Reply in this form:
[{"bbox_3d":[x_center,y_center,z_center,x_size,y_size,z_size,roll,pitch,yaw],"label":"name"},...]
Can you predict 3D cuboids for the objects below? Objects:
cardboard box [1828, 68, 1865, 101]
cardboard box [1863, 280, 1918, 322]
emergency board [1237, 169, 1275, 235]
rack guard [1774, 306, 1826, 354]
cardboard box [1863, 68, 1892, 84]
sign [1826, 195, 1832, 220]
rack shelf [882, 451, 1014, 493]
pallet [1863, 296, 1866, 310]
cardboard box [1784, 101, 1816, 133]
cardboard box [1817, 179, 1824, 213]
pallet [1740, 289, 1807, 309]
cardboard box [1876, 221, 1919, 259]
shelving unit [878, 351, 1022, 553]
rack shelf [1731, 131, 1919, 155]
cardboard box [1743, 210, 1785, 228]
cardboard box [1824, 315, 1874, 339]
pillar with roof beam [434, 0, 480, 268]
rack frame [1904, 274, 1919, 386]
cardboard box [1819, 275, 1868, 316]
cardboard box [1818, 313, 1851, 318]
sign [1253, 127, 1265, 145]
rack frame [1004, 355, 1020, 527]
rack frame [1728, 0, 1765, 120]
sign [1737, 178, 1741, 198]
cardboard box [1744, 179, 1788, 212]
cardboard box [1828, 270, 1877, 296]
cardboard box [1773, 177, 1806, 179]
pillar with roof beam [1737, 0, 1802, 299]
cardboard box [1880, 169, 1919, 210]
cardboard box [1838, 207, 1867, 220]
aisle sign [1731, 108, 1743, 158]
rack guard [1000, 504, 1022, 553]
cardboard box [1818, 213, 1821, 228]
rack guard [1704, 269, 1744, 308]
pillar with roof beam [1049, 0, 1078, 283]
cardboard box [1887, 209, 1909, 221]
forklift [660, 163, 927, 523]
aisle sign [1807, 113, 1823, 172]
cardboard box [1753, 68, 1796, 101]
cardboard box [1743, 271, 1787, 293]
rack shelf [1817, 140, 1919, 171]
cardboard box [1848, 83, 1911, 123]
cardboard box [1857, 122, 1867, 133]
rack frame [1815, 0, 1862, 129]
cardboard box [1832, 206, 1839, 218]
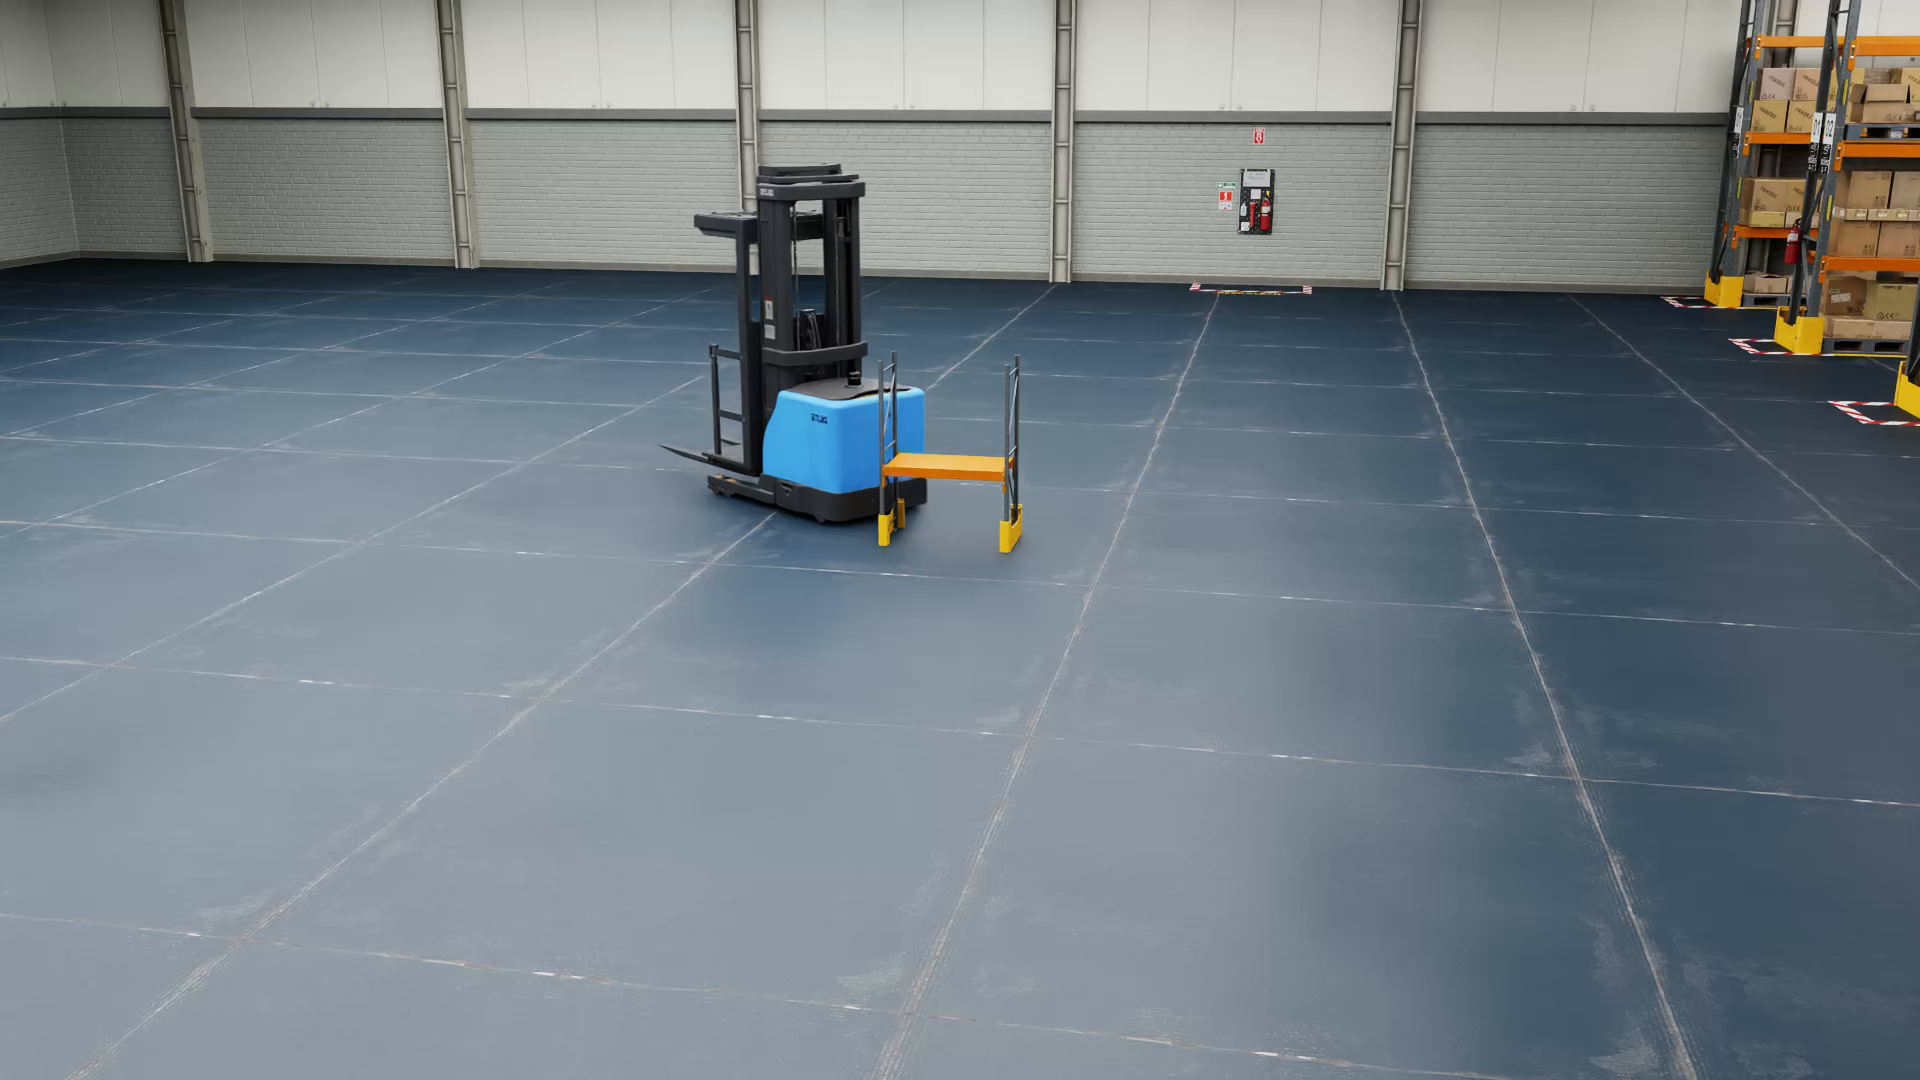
[{"bbox_3d":[14.100,-7.289,26.599,0.500,0.500,0.500,4,16,13],"label":"cardboard box"},{"bbox_3d":[12.773,-3.282,22.809,0.500,0.500,0.500,3,16,11],"label":"cardboard box"},{"bbox_3d":[5.350,-6.102,30.030,0.643,1.169,0.194,3,16,11],"label":"emergency board"},{"bbox_3d":[11.778,-2.953,23.344,0.348,0.500,1.175,3,16,11],"label":"rack guard"},{"bbox_3d":[14.767,-7.396,26.985,0.500,0.500,0.500,3,16,11],"label":"cardboard box"},{"bbox_3d":[11.685,-4.467,22.357,0.005,0.325,0.100,3,16,11],"label":"sign"},{"bbox_3d":[-0.084,-0.554,13.485,1.000,0.185,0.538,3,16,11],"label":"rack shelf"},{"bbox_3d":[14.841,-3.986,27.616,1.213,0.211,1.003,3,16,11],"label":"pallet"},{"bbox_3d":[13.582,-6.834,26.831,0.500,0.500,0.500,4,16,15],"label":"cardboard box"},{"bbox_3d":[14.181,-5.589,27.017,0.500,0.500,0.500,3,16,9],"label":"cardboard box"},{"bbox_3d":[13.649,-4.052,27.853,1.213,0.211,1.003,3,16,11],"label":"pallet"},{"bbox_3d":[12.772,-4.149,22.794,0.500,0.500,0.700,4,16,13],"label":"cardboard box"},{"bbox_3d":[-0.075,-0.727,13.435,1.083,1.500,0.587,3,16,11],"label":"shelving unit"},{"bbox_3d":[14.745,-6.445,26.996,4.000,0.370,1.077,3,16,11],"label":"rack shelf"},{"bbox_3d":[13.200,-5.280,27.308,0.500,0.250,0.500,3,16,9],"label":"cardboard box"},{"bbox_3d":[12.283,-2.947,23.004,0.500,0.250,0.500,3,16,11],"label":"cardboard box"},{"bbox_3d":[-10.733,-8.683,28.110,0.400,9.000,9.100,3,16,11],"label":"pillar with roof beam"},{"bbox_3d":[10.811,-2.861,18.329,0.127,3.000,1.000,3,16,11],"label":"rack frame"},{"bbox_3d":[12.387,-3.444,23.395,0.500,0.500,0.500,3,16,11],"label":"cardboard box"},{"bbox_3d":[12.386,-3.082,23.493,0.500,0.250,0.500,3,16,11],"label":"cardboard box"},{"bbox_3d":[5.362,-7.245,29.816,0.199,0.298,0.001,3,16,11],"label":"sign"},{"bbox_3d":[0.415,-0.700,13.340,0.032,1.500,0.500,3,16,11],"label":"rack frame"},{"bbox_3d":[12.785,-8.343,26.884,0.127,3.000,1.000,3,16,11],"label":"rack frame"},{"bbox_3d":[12.677,-5.727,27.057,0.005,0.325,0.100,3,16,11],"label":"sign"},{"bbox_3d":[13.193,-5.647,27.226,0.500,0.500,0.500,3,16,11],"label":"cardboard box"},{"bbox_3d":[14.713,-4.317,27.444,0.500,0.500,0.700,2,16,8],"label":"cardboard box"},{"bbox_3d":[13.781,-5.752,27.606,0.500,0.500,0.500,3,16,12],"label":"cardboard box"},{"bbox_3d":[12.786,-7.406,23.501,0.400,9.000,9.100,3,16,11],"label":"pillar with roof beam"},{"bbox_3d":[12.825,-4.772,22.611,0.500,0.500,0.700,3,16,10],"label":"cardboard box"},{"bbox_3d":[12.144,-4.440,22.627,0.250,0.149,0.380,3,16,11],"label":"cardboard box"},{"bbox_3d":[12.655,-6.630,27.068,0.004,0.787,0.394,3,16,11],"label":"aisle sign"},{"bbox_3d":[0.413,-0.098,13.507,0.087,0.250,0.587,3,16,11],"label":"rack guard"},{"bbox_3d":[14.210,-5.228,27.119,0.500,0.250,0.500,3,16,10],"label":"cardboard box"},{"bbox_3d":[12.860,-4.243,28.004,0.348,0.500,1.175,3,16,11],"label":"rack guard"},{"bbox_3d":[1.027,-8.045,25.805,0.400,9.000,9.100,3,16,11],"label":"pillar with roof beam"},{"bbox_3d":[12.647,-4.413,22.530,0.250,0.149,0.380,3,16,11],"label":"cardboard box"},{"bbox_3d":[-1.650,-1.880,14.917,1.130,2.935,3.031,-14,20,-40],"label":"forklift"},{"bbox_3d":[11.796,-5.489,22.949,0.004,0.787,0.394,3,16,11],"label":"aisle sign"},{"bbox_3d":[13.115,-7.353,26.831,0.500,0.500,0.500,2,16,7],"label":"cardboard box"},{"bbox_3d":[13.445,-4.308,27.767,0.500,0.311,0.500,1,16,5],"label":"cardboard box"},{"bbox_3d":[13.762,-5.149,22.317,4.000,0.370,1.077,3,16,11],"label":"rack shelf"},{"bbox_3d":[12.364,-5.890,22.402,0.637,0.503,0.797,4,16,15],"label":"cardboard box"},{"bbox_3d":[14.621,-6.785,26.652,0.500,0.500,0.500,4,16,15],"label":"cardboard box"},{"bbox_3d":[11.802,-7.047,22.205,0.127,3.000,1.000,3,16,11],"label":"rack frame"},{"bbox_3d":[12.214,-4.546,23.012,0.250,0.149,0.380,3,16,10],"label":"cardboard box"}]
